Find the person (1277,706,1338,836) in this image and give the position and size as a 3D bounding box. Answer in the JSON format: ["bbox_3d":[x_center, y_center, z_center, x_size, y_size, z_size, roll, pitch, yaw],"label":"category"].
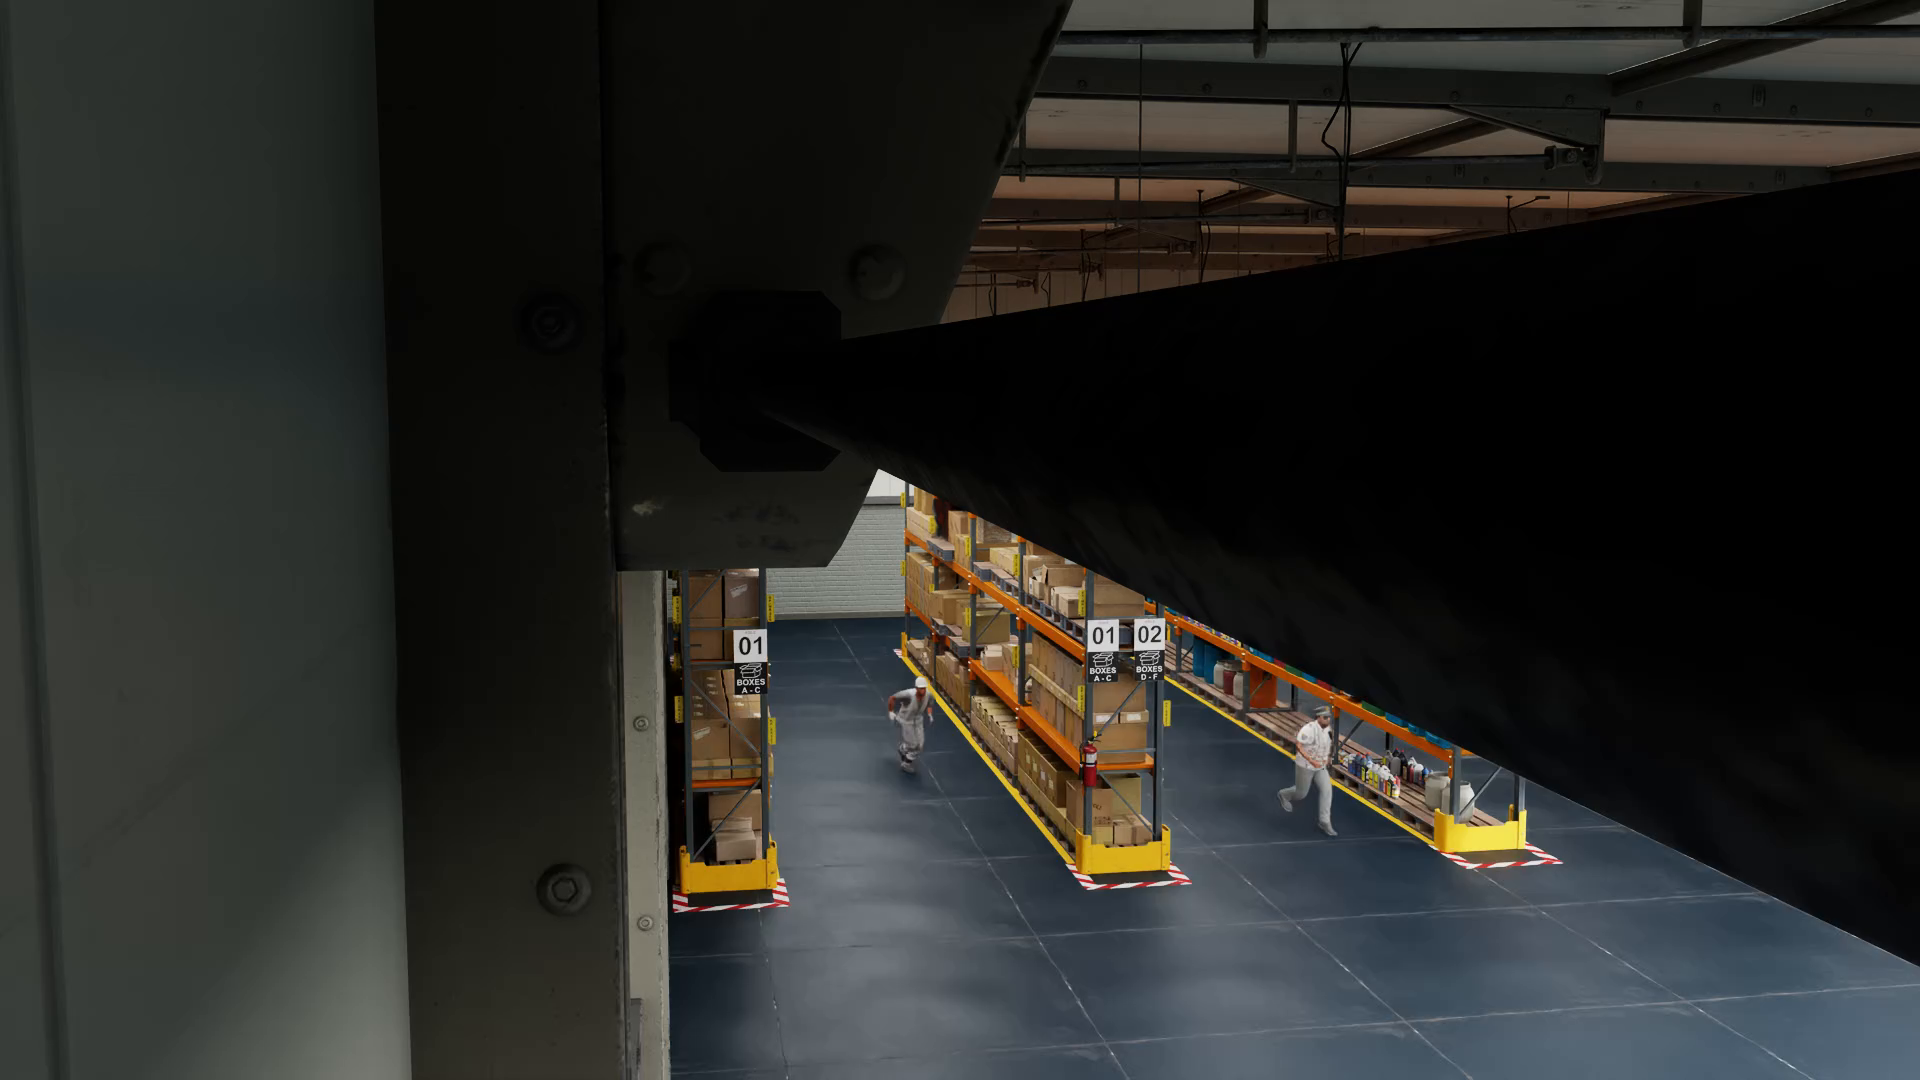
[{"bbox_3d":[4.809,3.112,22.885,0.662,1.777,1.076,-4,7,-32],"label":"person"}]

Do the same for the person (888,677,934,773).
[{"bbox_3d":[-0.753,2.874,25.792,0.693,1.589,0.833,-3,7,-29],"label":"person"}]
